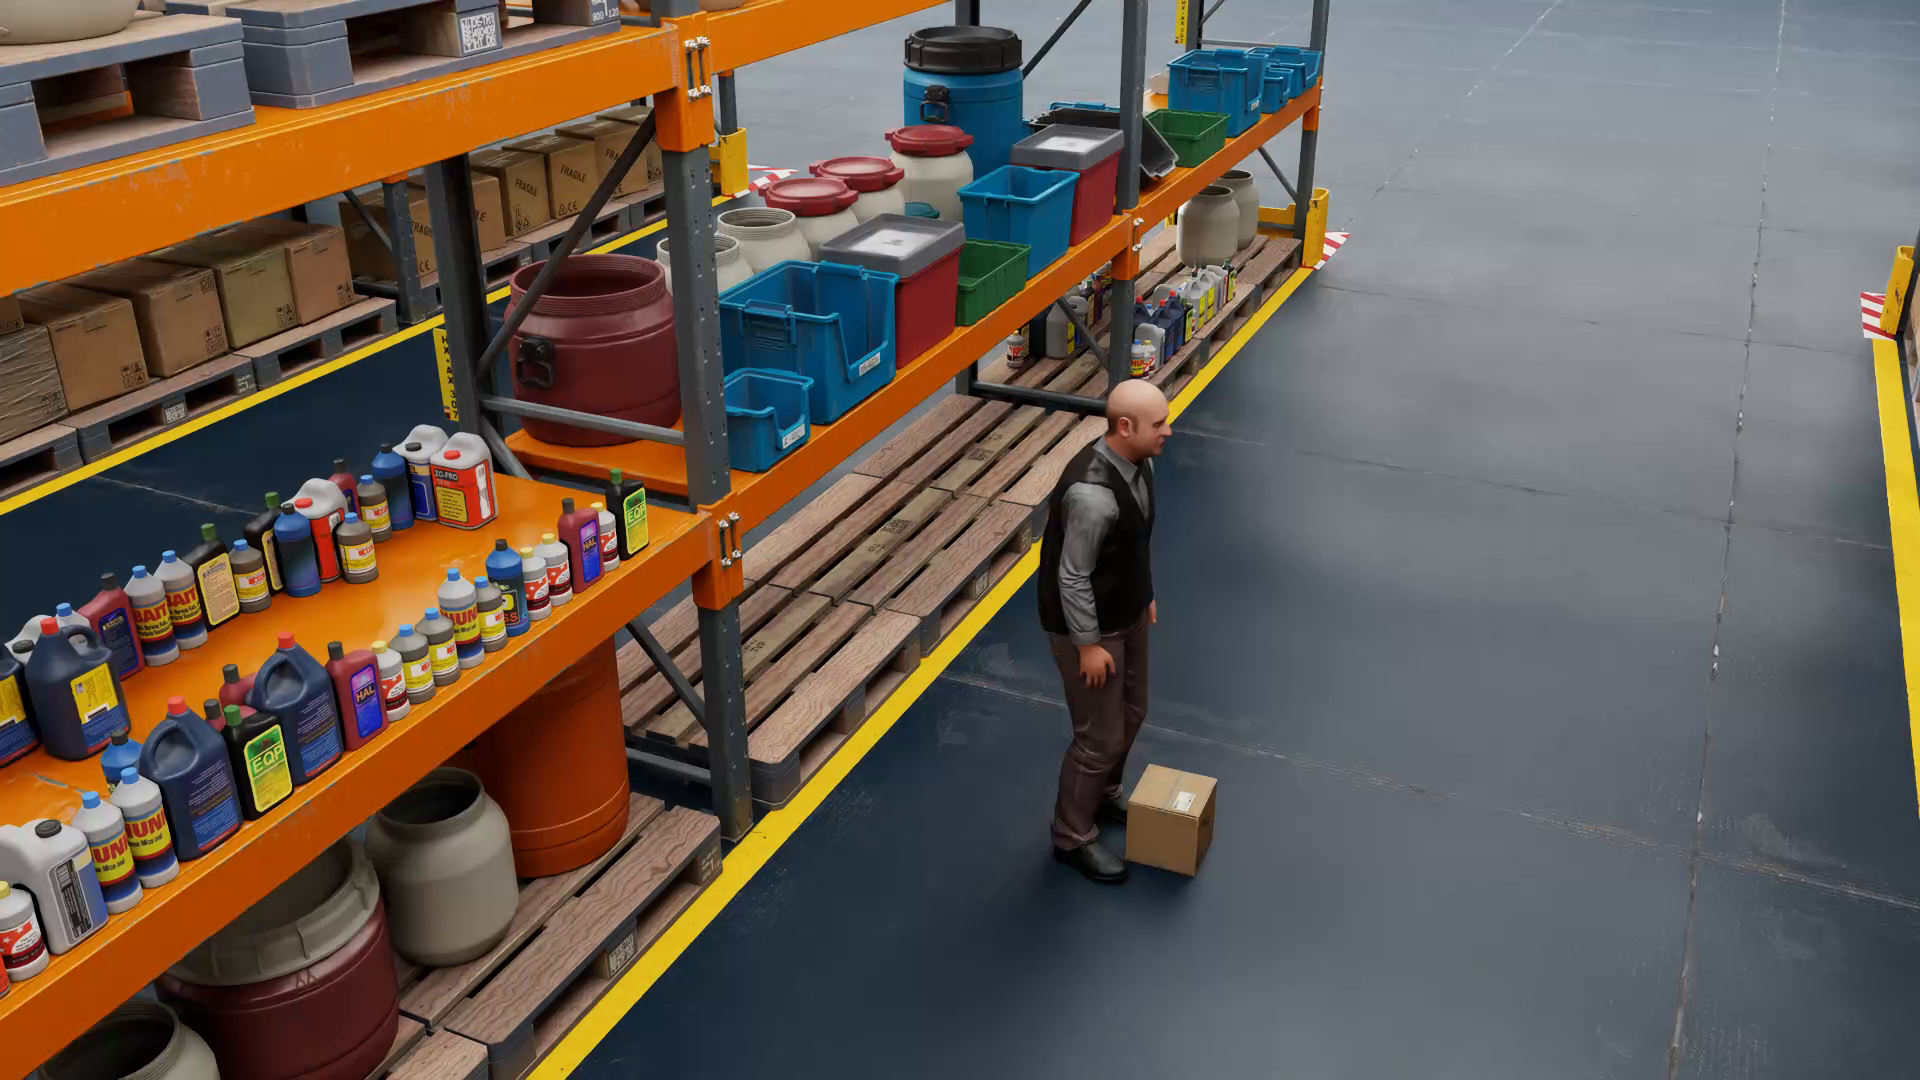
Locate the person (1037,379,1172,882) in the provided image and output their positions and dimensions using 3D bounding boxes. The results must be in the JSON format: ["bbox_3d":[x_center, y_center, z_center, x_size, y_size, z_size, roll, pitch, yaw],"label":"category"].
[{"bbox_3d":[0.478,0.271,5.583,0.419,1.721,0.581,11,28,22],"label":"person"}]
